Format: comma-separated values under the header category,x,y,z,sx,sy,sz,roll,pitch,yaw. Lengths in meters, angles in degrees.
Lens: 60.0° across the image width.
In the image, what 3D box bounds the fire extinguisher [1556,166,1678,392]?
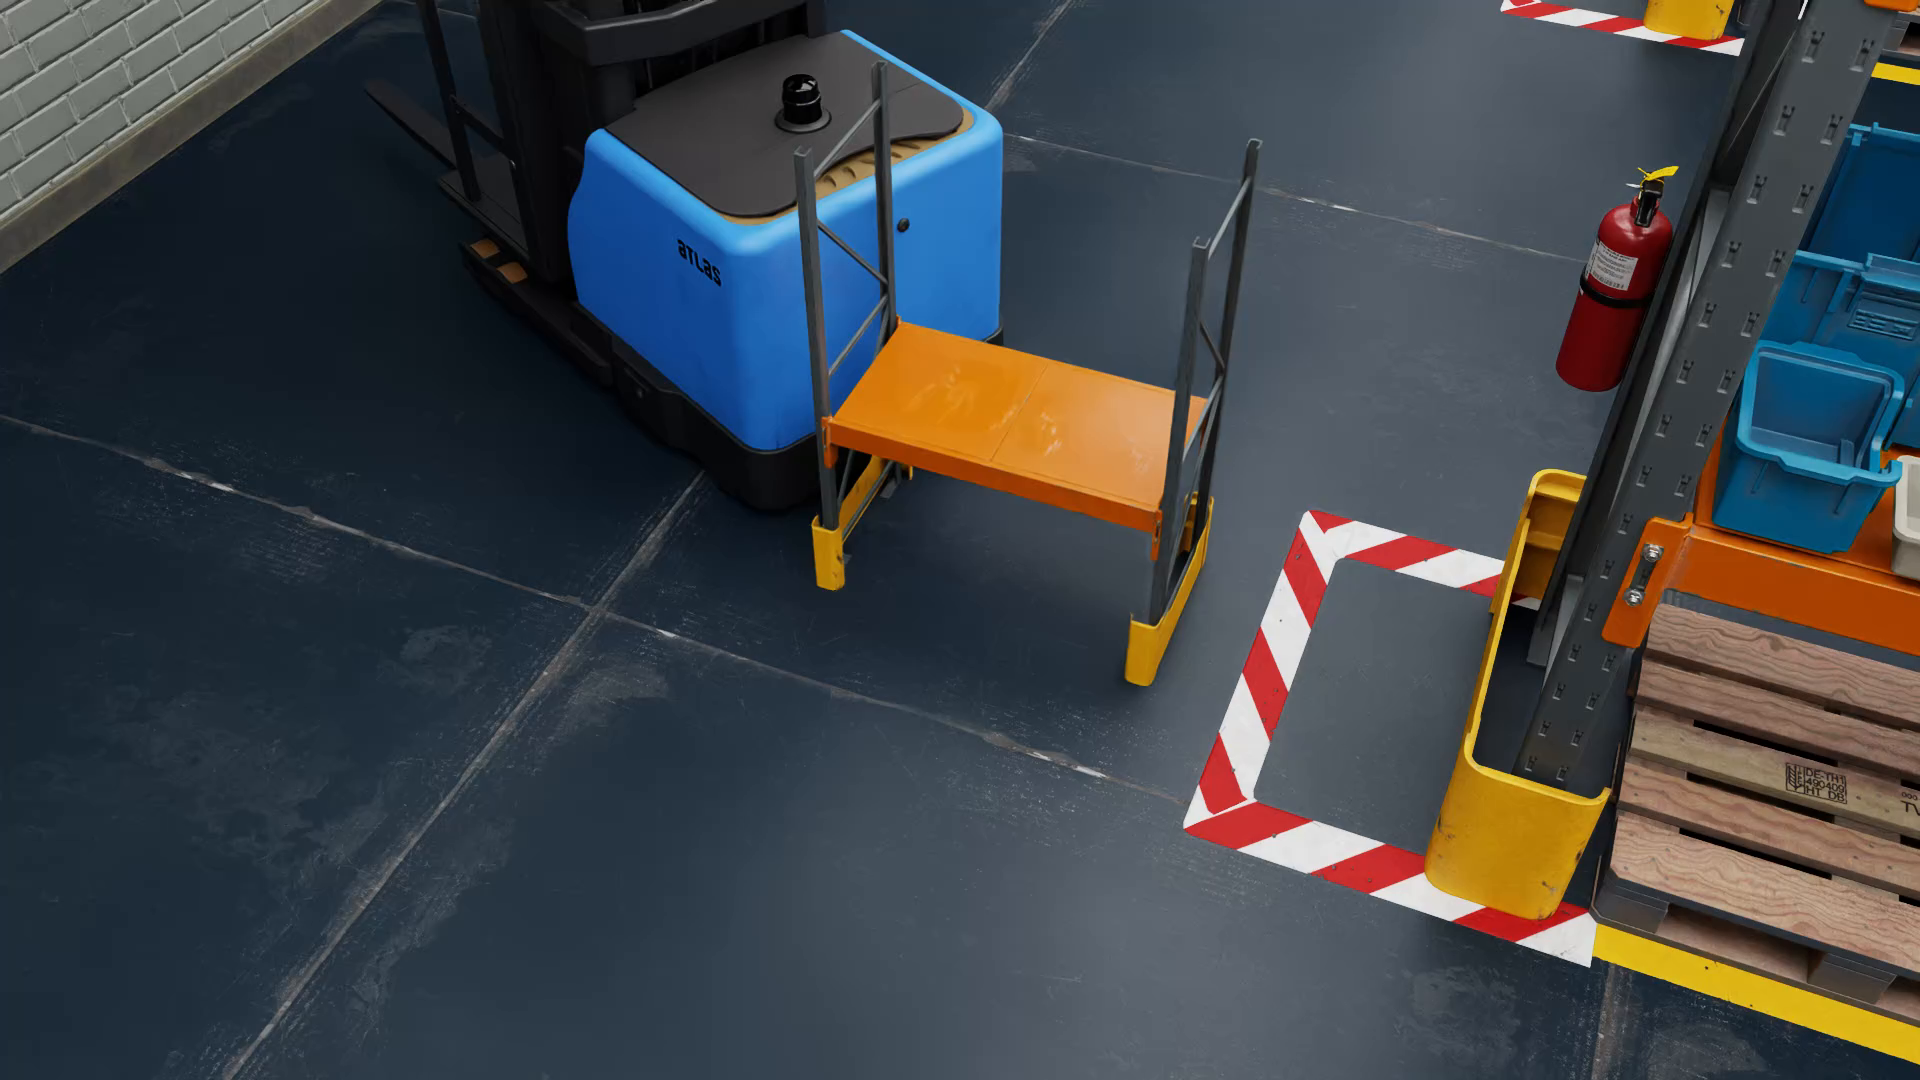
category,x,y,z,sx,sy,sz,roll,pitch,yaw
fire extinguisher,1.647,-0.678,4.124,0.183,0.674,0.296,16,47,16

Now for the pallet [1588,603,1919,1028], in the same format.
category,x,y,z,sx,sy,sz,roll,pitch,yaw
pallet,2.357,0.737,4.359,1.213,0.211,1.003,16,47,16

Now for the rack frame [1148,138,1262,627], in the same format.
category,x,y,z,sx,sy,sz,roll,pitch,yaw
rack frame,0.640,-0.299,4.487,0.032,1.500,0.500,16,47,16

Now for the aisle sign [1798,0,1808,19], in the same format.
category,x,y,z,sx,sy,sz,roll,pitch,yaw
aisle sign,1.430,-1.248,2.535,0.004,0.787,0.394,16,47,16

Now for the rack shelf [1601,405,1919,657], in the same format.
category,x,y,z,sx,sy,sz,roll,pitch,yaw
rack shelf,3.457,0.298,3.334,4.000,0.370,1.077,16,47,16

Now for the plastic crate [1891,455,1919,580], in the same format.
category,x,y,z,sx,sy,sz,roll,pitch,yaw
plastic crate,1.976,-0.006,3.274,0.298,0.136,0.250,16,47,16

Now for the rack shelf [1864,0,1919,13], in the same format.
category,x,y,z,sx,sy,sz,roll,pitch,yaw
rack shelf,3.457,-0.766,2.276,4.000,0.370,1.077,16,47,16

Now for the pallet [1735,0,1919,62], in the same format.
category,x,y,z,sx,sy,sz,roll,pitch,yaw
pallet,4.286,-2.570,7.683,1.213,0.211,1.003,16,47,16

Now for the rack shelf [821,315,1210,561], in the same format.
category,x,y,z,sx,sy,sz,roll,pitch,yaw
rack shelf,0.170,-0.308,4.752,1.000,0.185,0.538,16,47,16

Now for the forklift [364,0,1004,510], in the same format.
category,x,y,z,sx,sy,sz,roll,pitch,yaw
forklift,-1.199,-2.099,5.282,1.130,2.935,3.031,-32,53,-28

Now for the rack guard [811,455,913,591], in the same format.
category,x,y,z,sx,sy,sz,roll,pitch,yaw
rack guard,-0.298,-0.129,5.203,0.087,0.250,0.587,16,47,16

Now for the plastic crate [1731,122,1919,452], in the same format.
category,x,y,z,sx,sy,sz,roll,pitch,yaw
plastic crate,1.992,-0.565,3.623,0.499,0.435,0.616,16,47,16

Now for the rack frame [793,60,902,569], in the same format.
category,x,y,z,sx,sy,sz,roll,pitch,yaw
rack frame,-0.299,-0.573,4.762,0.032,1.500,0.500,16,47,16

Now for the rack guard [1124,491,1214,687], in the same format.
category,x,y,z,sx,sy,sz,roll,pitch,yaw
rack guard,0.622,0.139,4.933,0.087,0.250,0.587,16,47,16

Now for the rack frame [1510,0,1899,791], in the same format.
category,x,y,z,sx,sy,sz,roll,pitch,yaw
rack frame,1.611,-0.500,3.626,0.127,3.000,1.000,16,47,16

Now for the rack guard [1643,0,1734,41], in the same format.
category,x,y,z,sx,sy,sz,roll,pitch,yaw
rack guard,3.496,-2.845,7.755,0.348,0.500,1.175,16,47,16

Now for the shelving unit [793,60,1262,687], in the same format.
category,x,y,z,sx,sy,sz,roll,pitch,yaw
shelving unit,0.162,-0.438,4.627,1.083,1.500,0.587,16,47,16

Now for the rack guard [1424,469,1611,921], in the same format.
category,x,y,z,sx,sy,sz,roll,pitch,yaw
rack guard,1.584,0.388,4.506,0.348,0.500,1.175,16,47,16

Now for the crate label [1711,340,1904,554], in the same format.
category,x,y,z,sx,sy,sz,roll,pitch,yaw
crate label,1.712,-0.181,3.381,0.303,0.233,0.416,16,47,16
